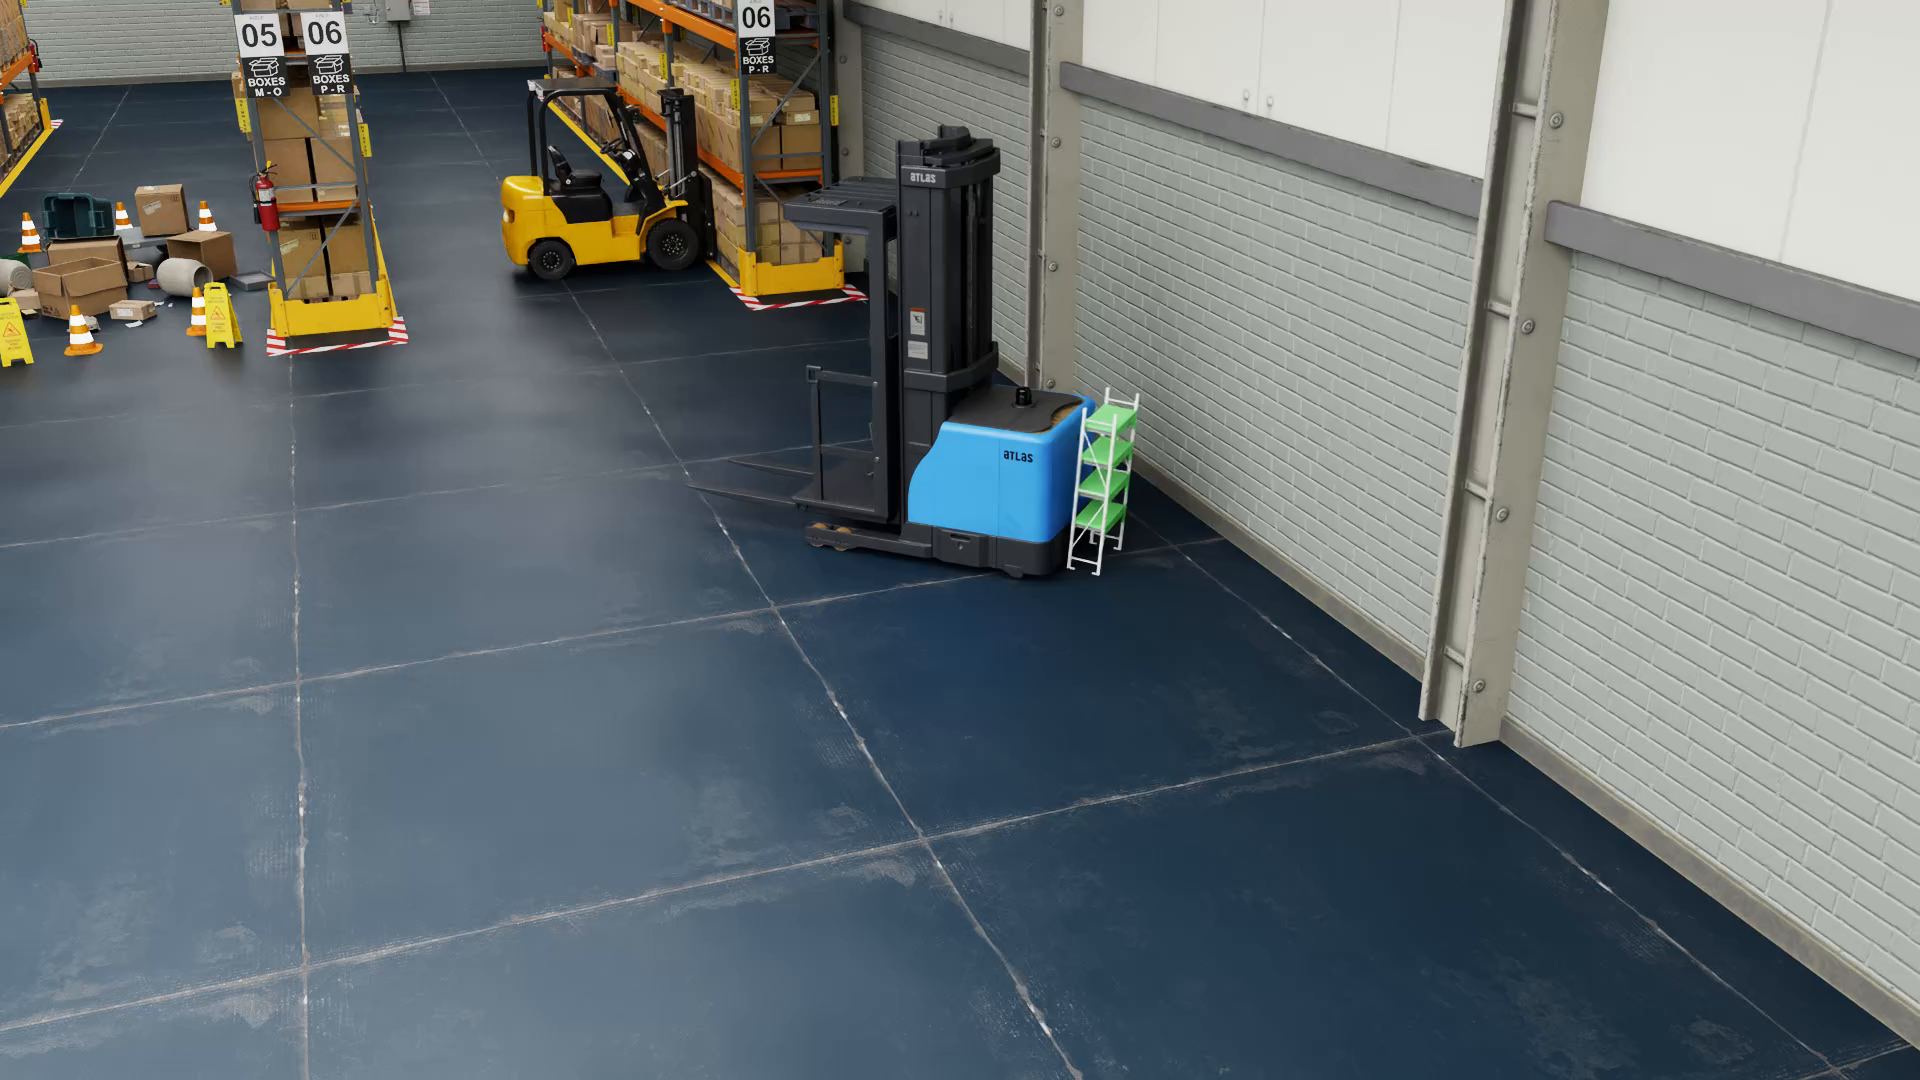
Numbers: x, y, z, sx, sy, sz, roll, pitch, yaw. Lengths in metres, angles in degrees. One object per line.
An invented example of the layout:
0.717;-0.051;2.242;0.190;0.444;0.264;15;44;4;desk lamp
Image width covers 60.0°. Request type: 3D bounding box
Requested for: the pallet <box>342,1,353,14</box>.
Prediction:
-8.102;-6.583;20.386;1.213;0.211;1.003;-8;24;-19;pallet

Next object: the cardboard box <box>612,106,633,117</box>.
-5.292;-6.764;26.279;0.380;0.149;0.250;-10;25;-22;cardboard box

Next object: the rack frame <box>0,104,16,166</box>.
-15.405;-7.239;25.563;1.000;3.000;0.127;-8;24;-19;rack frame

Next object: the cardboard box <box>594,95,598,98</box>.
-6.018;-7.629;28.331;0.380;0.149;0.250;-10;25;-22;cardboard box

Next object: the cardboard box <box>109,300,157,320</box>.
-8.923;-2.480;17.942;0.380;0.149;0.250;4;23;9;cardboard box

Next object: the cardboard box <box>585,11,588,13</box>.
-7.170;-10.028;31.990;0.500;0.250;0.500;-8;24;-17;cardboard box

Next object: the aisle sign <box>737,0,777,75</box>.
-2.180;-5.411;17.878;0.394;0.787;0.004;-8;24;-19;aisle sign

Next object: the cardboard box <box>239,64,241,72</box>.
-7.719;-5.128;18.754;0.700;0.500;0.500;-9;24;-20;cardboard box

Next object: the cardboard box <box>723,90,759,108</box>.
-2.486;-5.037;18.992;0.380;0.149;0.250;-8;24;-18;cardboard box

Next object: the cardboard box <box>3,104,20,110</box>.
-15.980;-7.209;27.856;0.380;0.149;0.250;-9;25;-21;cardboard box

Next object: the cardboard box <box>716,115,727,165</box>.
-2.523;-4.656;19.305;0.500;0.500;0.500;-8;24;-17;cardboard box

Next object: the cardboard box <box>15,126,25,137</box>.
-15.730;-6.761;27.559;0.380;0.149;0.250;-9;24;-20;cardboard box

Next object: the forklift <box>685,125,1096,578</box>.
-0.578;-1.449;11.913;3.031;2.935;1.130;10;25;22;forklift

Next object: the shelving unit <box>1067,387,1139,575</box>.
1.003;-0.412;11.659;0.258;1.200;0.503;13;26;19;shelving unit

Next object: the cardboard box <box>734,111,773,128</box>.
-2.313;-4.710;18.598;0.380;0.149;0.250;-8;24;-18;cardboard box

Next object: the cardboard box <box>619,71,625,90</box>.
-4.827;-6.920;24.999;0.500;0.250;0.500;-8;24;-19;cardboard box

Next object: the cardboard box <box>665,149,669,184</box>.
-3.536;-5.018;22.810;0.875;0.625;0.625;-7;24;-17;cardboard box

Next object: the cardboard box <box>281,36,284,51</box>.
-6.959;-4.952;16.599;0.380;0.149;0.250;-8;24;-19;cardboard box

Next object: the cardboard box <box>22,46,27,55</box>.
-16.439;-8.497;28.871;0.380;0.149;0.250;-8;24;-19;cardboard box

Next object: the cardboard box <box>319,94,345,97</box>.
-7.594;-5.104;19.985;0.500;0.500;0.500;-9;24;-20;cardboard box

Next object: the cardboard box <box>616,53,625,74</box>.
-4.850;-7.147;24.894;0.500;0.250;0.500;-8;24;-19;cardboard box

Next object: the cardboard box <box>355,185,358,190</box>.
-6.618;-3.828;17.794;0.380;0.149;0.250;-9;25;-21;cardboard box

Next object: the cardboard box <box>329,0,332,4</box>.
-6.640;-5.574;17.048;0.380;0.149;0.250;-8;24;-19;cardboard box

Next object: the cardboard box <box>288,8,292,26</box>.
-6.874;-5.633;17.700;0.500;0.250;0.500;-8;24;-17;cardboard box

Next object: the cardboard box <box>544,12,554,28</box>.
-7.673;-9.957;31.821;0.500;0.250;0.500;-8;24;-19;cardboard box

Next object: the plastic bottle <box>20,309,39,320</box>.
-10.072;-2.447;17.976;0.133;0.061;0.283;-18;29;-37;plastic bottle

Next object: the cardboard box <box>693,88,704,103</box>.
-3.050;-5.454;20.365;0.380;0.149;0.250;-9;25;-21;cardboard box

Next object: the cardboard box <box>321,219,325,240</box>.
-7.161;-3.772;19.372;0.500;0.500;0.500;-7;24;-16;cardboard box

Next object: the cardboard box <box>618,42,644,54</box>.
-4.918;-7.373;24.916;0.380;0.149;0.250;-8;24;-17;cardboard box

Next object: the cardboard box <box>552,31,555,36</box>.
-7.588;-9.732;31.801;0.380;0.149;0.250;-8;24;-18;cardboard box

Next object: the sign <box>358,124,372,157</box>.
-6.063;-4.068;16.925;0.100;0.325;0.005;-8;24;-19;sign

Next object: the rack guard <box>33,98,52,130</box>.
-16.791;-7.513;29.431;1.175;0.500;0.348;-8;24;-19;rack guard

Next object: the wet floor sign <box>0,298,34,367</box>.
-9.303;-2.055;16.295;0.267;0.644;0.232;-13;26;-28;wet floor sign

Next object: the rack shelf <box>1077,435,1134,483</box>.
1.014;-0.572;11.587;0.258;0.148;0.480;13;26;19;rack shelf

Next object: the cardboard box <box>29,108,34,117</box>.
-16.180;-7.368;28.616;0.380;0.149;0.250;-9;25;-21;cardboard box

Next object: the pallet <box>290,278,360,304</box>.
-6.852;-2.637;18.235;1.003;0.211;1.213;-8;24;-19;pallet

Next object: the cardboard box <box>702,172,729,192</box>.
-2.928;-4.341;20.399;0.500;0.250;0.500;-9;24;-20;cardboard box

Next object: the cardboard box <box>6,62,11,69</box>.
-15.710;-7.743;27.082;0.380;0.149;0.250;-7;24;-17;cardboard box

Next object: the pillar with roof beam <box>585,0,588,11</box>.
-11.718;-13.368;32.380;9.100;9.000;0.400;-8;24;-19;pillar with roof beam

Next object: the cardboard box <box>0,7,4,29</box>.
-15.683;-8.454;26.646;0.500;0.500;0.500;-8;24;-18;cardboard box

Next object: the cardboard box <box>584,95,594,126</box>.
-6.207;-7.472;28.794;0.500;0.500;0.500;-7;24;-17;cardboard box

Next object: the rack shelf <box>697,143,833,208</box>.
-2.635;-4.672;20.399;1.077;0.370;4.000;-8;24;-19;rack shelf

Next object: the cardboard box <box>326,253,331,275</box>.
-6.975;-3.235;19.063;0.500;0.250;0.500;-7;24;-15;cardboard box

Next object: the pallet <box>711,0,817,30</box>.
-2.154;-5.879;18.588;1.003;0.211;1.213;-8;24;-19;pallet

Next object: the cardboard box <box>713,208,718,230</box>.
-2.762;-3.936;20.083;0.500;0.250;0.500;-9;24;-20;cardboard box

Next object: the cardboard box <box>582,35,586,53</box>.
-6.036;-8.211;27.502;0.396;0.266;0.258;-7;24;-16;cardboard box

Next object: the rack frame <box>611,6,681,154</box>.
-4.755;-7.184;25.432;1.000;3.000;0.127;-8;24;-19;rack frame

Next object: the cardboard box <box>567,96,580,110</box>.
-6.821;-8.204;30.530;0.700;0.500;0.500;-9;25;-21;cardboard box

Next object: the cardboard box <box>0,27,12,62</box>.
-15.670;-8.003;26.865;0.500;0.500;0.500;-9;24;-20;cardboard box

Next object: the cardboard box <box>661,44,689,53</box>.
-4.219;-7.256;24.640;0.380;0.149;0.250;-8;24;-19;cardboard box

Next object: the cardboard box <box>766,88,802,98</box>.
-2.015;-5.104;19.151;0.380;0.149;0.250;-8;24;-18;cardboard box

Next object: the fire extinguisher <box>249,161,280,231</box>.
-6.962;-3.454;16.683;0.296;0.674;0.183;-8;24;-19;fire extinguisher

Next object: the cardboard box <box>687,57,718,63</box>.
-3.572;-6.612;23.112;0.380;0.149;0.250;-8;24;-19;cardboard box

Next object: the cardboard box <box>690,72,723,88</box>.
-3.119;-5.684;20.526;0.380;0.149;0.250;-9;24;-20;cardboard box

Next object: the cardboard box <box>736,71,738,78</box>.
-2.570;-5.767;20.725;0.380;0.149;0.250;-9;24;-20;cardboard box

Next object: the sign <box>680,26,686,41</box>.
-4.237;-7.795;25.391;0.100;0.325;0.005;-8;24;-19;sign

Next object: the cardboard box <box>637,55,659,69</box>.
-4.315;-6.715;23.356;0.380;0.149;0.250;-9;24;-20;cardboard box
